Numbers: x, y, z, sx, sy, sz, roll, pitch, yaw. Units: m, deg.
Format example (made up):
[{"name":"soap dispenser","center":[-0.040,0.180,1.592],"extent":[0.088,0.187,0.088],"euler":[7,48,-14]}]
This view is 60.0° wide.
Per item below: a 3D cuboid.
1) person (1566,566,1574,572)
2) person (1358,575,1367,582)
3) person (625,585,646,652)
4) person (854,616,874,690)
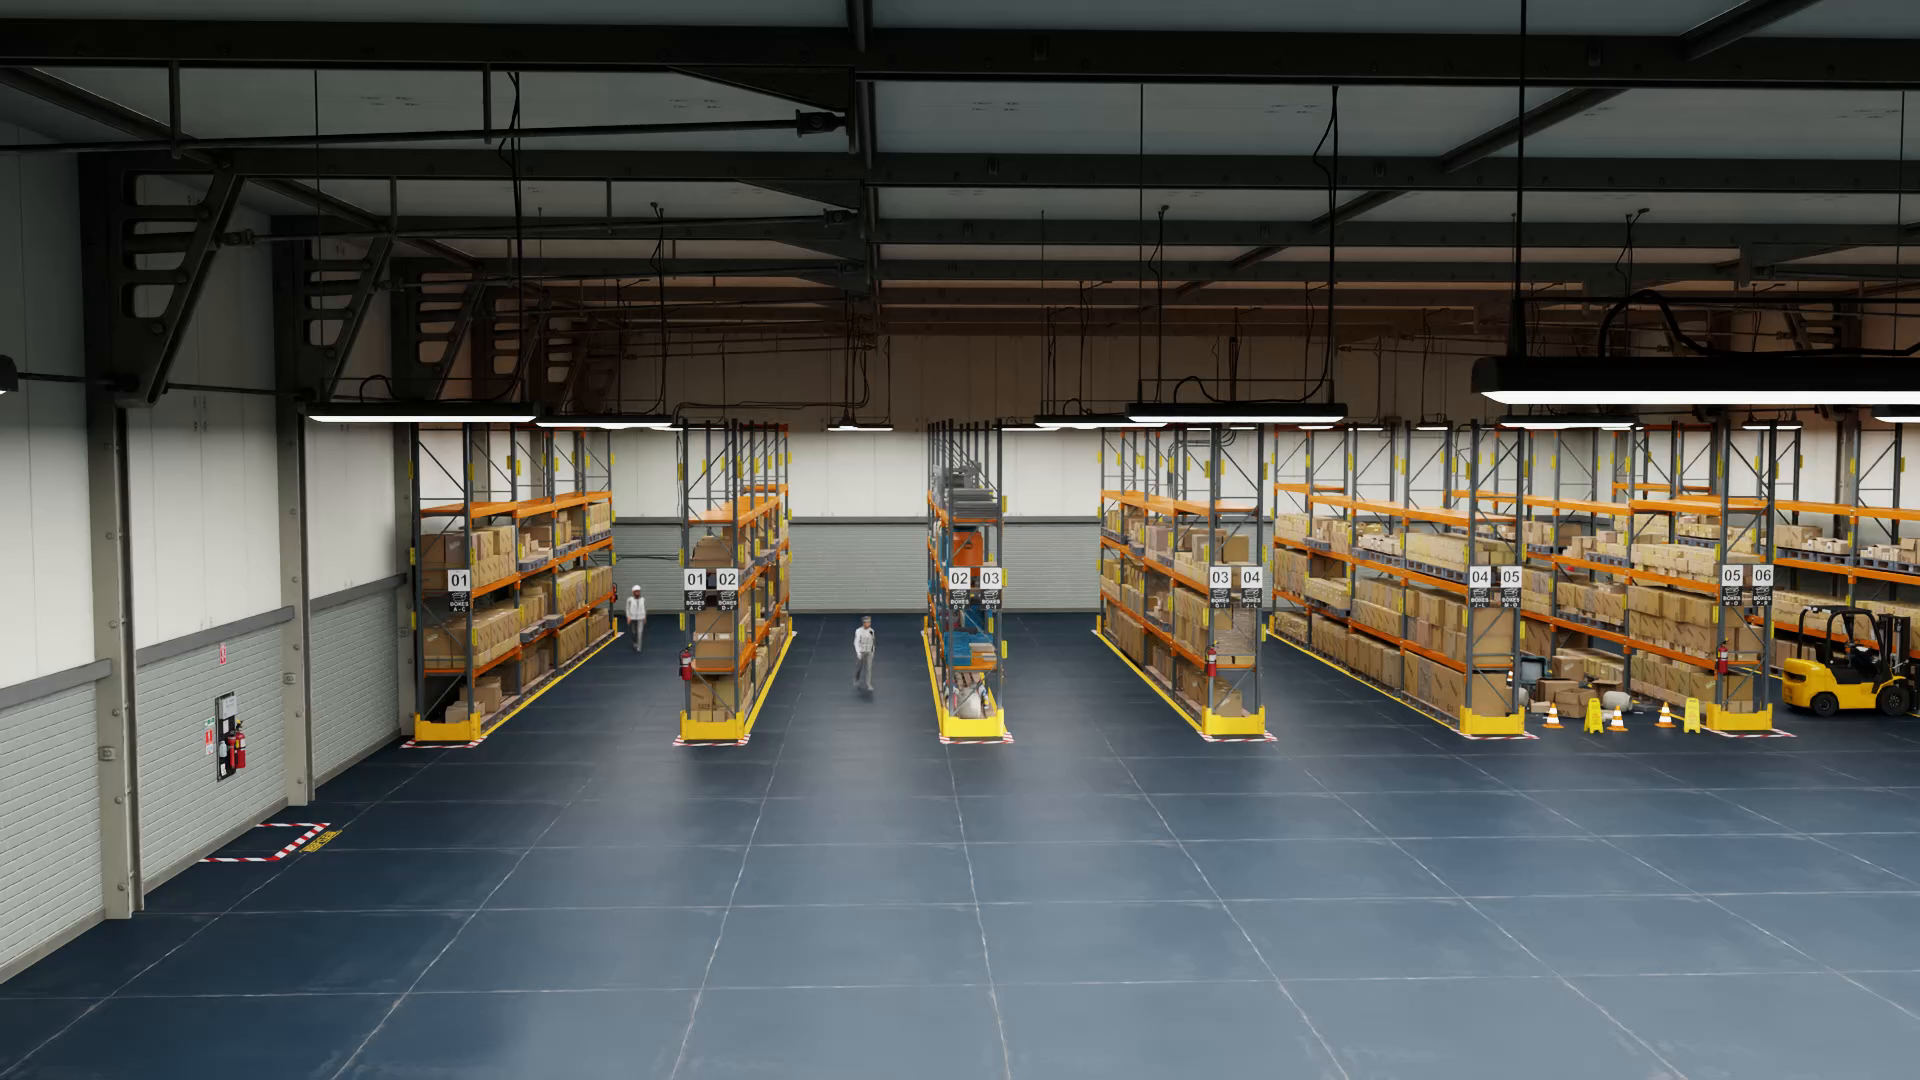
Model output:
[{"name":"person","center":[18.339,1.651,49.926],"extent":[1.034,1.754,0.559],"euler":[-1,4,-9]},{"name":"person","center":[11.549,1.821,47.793],"extent":[0.435,1.630,0.937],"euler":[-3,4,-35]},{"name":"person","center":[-8.540,2.057,43.760],"extent":[0.506,1.720,1.084],"euler":[0,4,-6]},{"name":"person","center":[-2.116,2.514,37.195],"extent":[0.543,1.617,0.928],"euler":[-2,4,-26]}]
